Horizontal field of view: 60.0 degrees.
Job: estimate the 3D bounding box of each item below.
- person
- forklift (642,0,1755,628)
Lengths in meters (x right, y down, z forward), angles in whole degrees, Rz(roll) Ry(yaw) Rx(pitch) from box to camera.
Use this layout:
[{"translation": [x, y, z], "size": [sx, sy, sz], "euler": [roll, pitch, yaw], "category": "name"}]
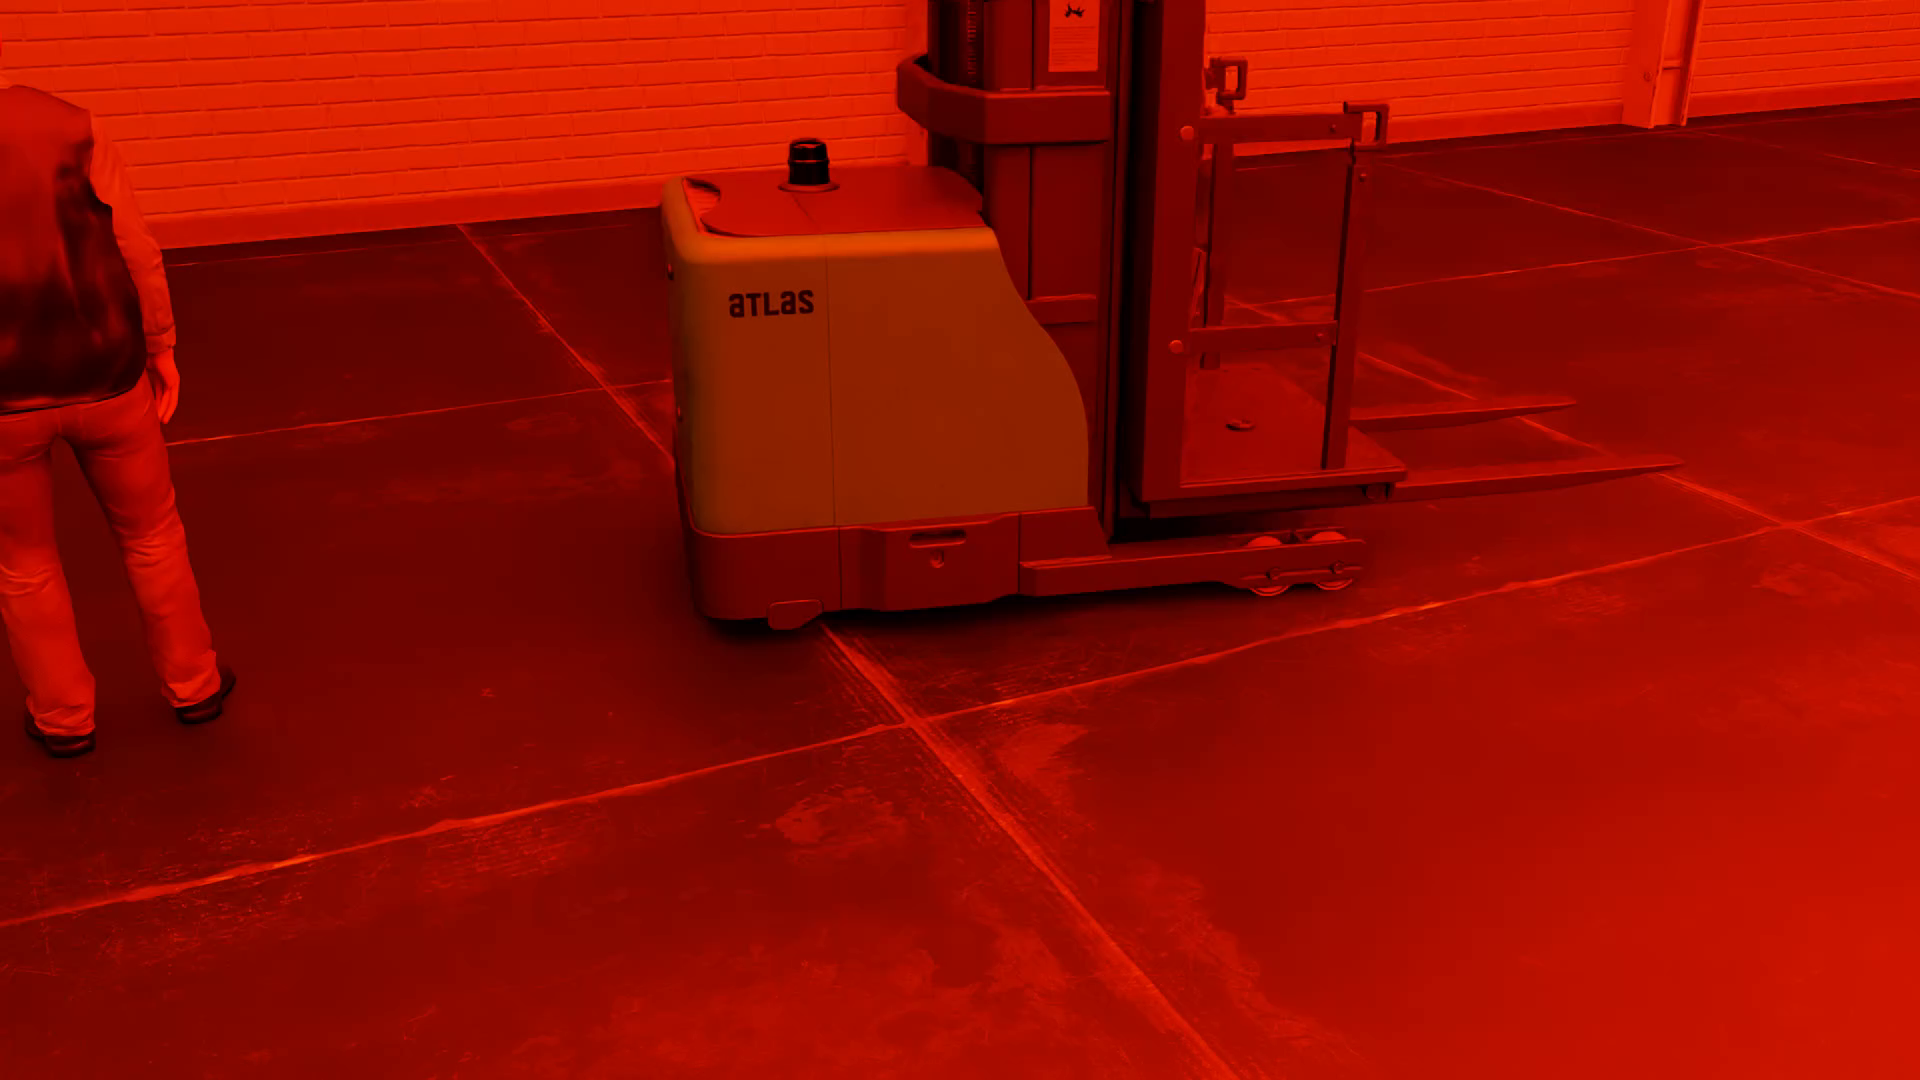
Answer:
[{"translation": [-2.048, -0.352, 3.738], "size": [0.610, 1.706, 0.491], "euler": [-2, 23, -5], "category": "person"}, {"translation": [0.694, -1.324, 4.472], "size": [3.031, 2.935, 1.130], "euler": [1, 23, 3], "category": "forklift"}]
